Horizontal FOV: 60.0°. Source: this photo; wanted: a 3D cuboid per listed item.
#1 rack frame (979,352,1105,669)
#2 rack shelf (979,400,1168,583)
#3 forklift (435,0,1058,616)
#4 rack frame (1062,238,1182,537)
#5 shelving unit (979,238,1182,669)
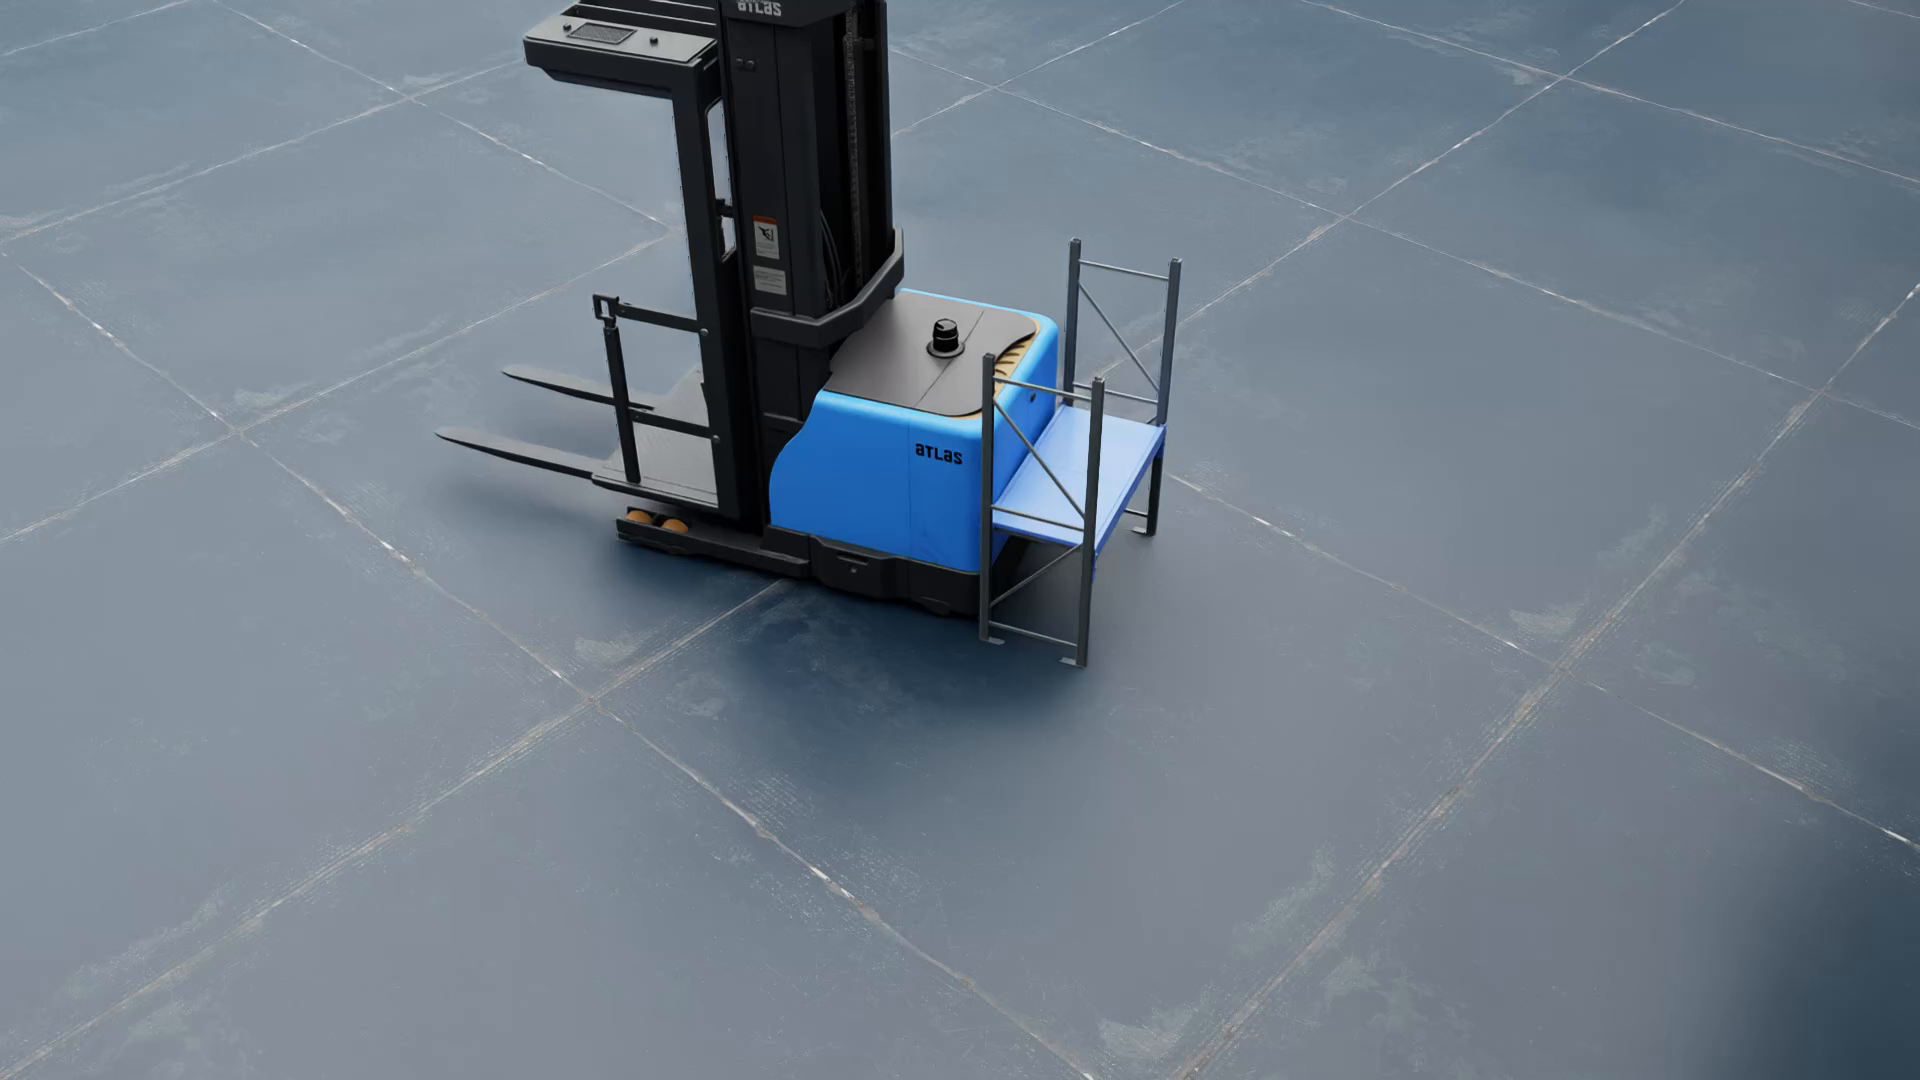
[{"bbox_3d":[0.324,-0.087,6.937,0.500,1.500,0.032,15,41,18],"label":"rack frame"},{"bbox_3d":[0.520,-0.238,7.416,0.538,0.185,1.000,15,41,18],"label":"rack shelf"},{"bbox_3d":[-1.108,-1.371,7.403,3.031,2.935,1.130,13,40,16],"label":"forklift"},{"bbox_3d":[0.717,-0.670,7.671,0.500,1.500,0.032,15,41,18],"label":"rack frame"},{"bbox_3d":[0.520,-0.379,7.304,0.538,1.500,1.048,15,41,18],"label":"shelving unit"}]
